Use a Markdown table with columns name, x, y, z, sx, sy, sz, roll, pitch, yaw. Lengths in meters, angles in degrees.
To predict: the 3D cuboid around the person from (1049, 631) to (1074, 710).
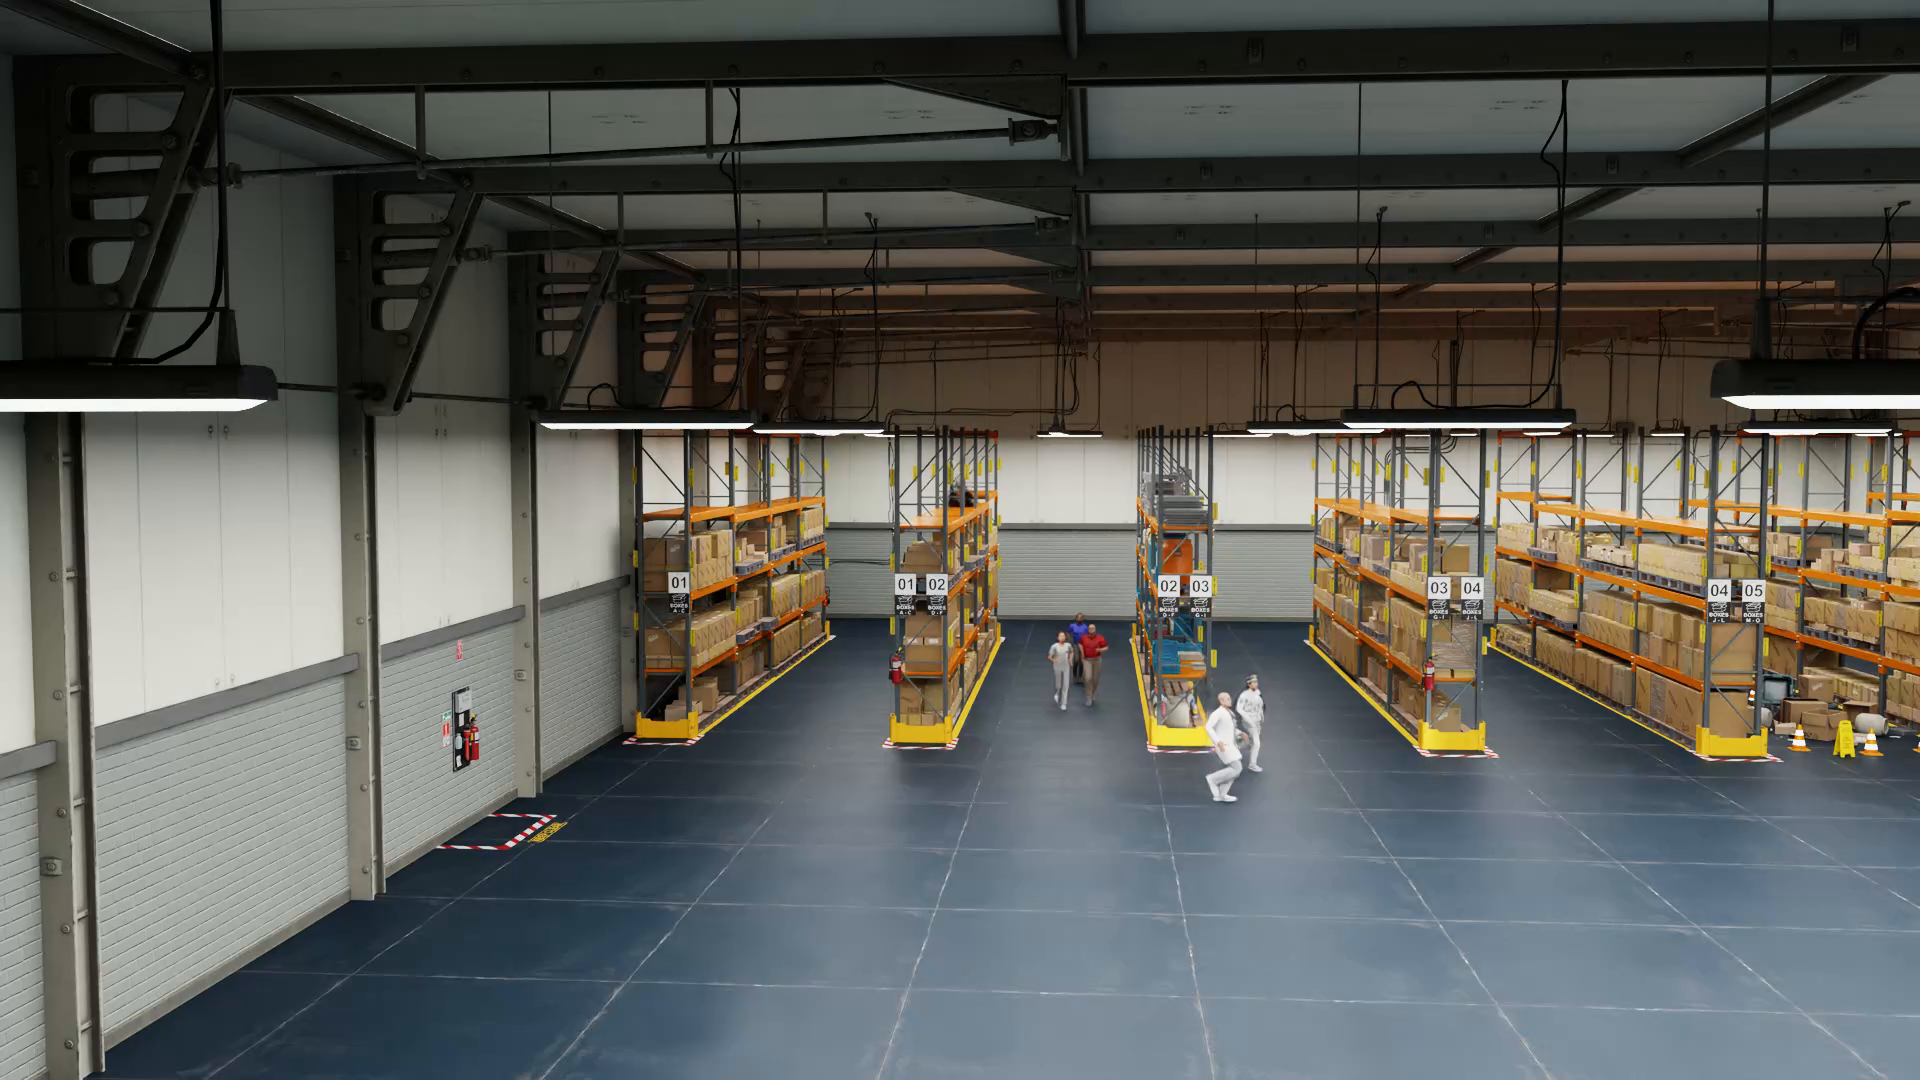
| name | x | y | z | sx | sy | sz | roll | pitch | yaw |
| --- | --- | --- | --- | --- | --- | --- | --- | --- | --- |
| person | 2.167 | 2.756 | 35.414 | 0.570 | 1.645 | 0.924 | 0 | 3 | -7 |

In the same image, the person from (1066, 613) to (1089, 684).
| name | x | y | z | sx | sy | sz | roll | pitch | yaw |
| --- | --- | --- | --- | --- | --- | --- | --- | --- | --- |
| person | 2.794 | 2.559 | 39.100 | 0.548 | 1.660 | 0.696 | 0 | 3 | -6 |

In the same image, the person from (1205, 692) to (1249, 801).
| name | x | y | z | sx | sy | sz | roll | pitch | yaw |
| --- | --- | --- | --- | --- | --- | --- | --- | --- | --- |
| person | 4.236 | 3.277 | 26.280 | 0.624 | 1.731 | 0.714 | 2 | 4 | 27 |

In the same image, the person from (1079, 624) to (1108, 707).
| name | x | y | z | sx | sy | sz | roll | pitch | yaw |
| --- | --- | --- | --- | --- | --- | --- | --- | --- | --- |
| person | 2.898 | 2.697 | 36.102 | 0.636 | 1.778 | 0.884 | 0 | 3 | 4 |

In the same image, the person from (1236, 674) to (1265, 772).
| name | x | y | z | sx | sy | sz | roll | pitch | yaw |
| --- | --- | --- | --- | --- | --- | --- | --- | --- | --- |
| person | 4.996 | 3.159 | 28.938 | 0.621 | 1.685 | 0.673 | -3 | 5 | -44 |
